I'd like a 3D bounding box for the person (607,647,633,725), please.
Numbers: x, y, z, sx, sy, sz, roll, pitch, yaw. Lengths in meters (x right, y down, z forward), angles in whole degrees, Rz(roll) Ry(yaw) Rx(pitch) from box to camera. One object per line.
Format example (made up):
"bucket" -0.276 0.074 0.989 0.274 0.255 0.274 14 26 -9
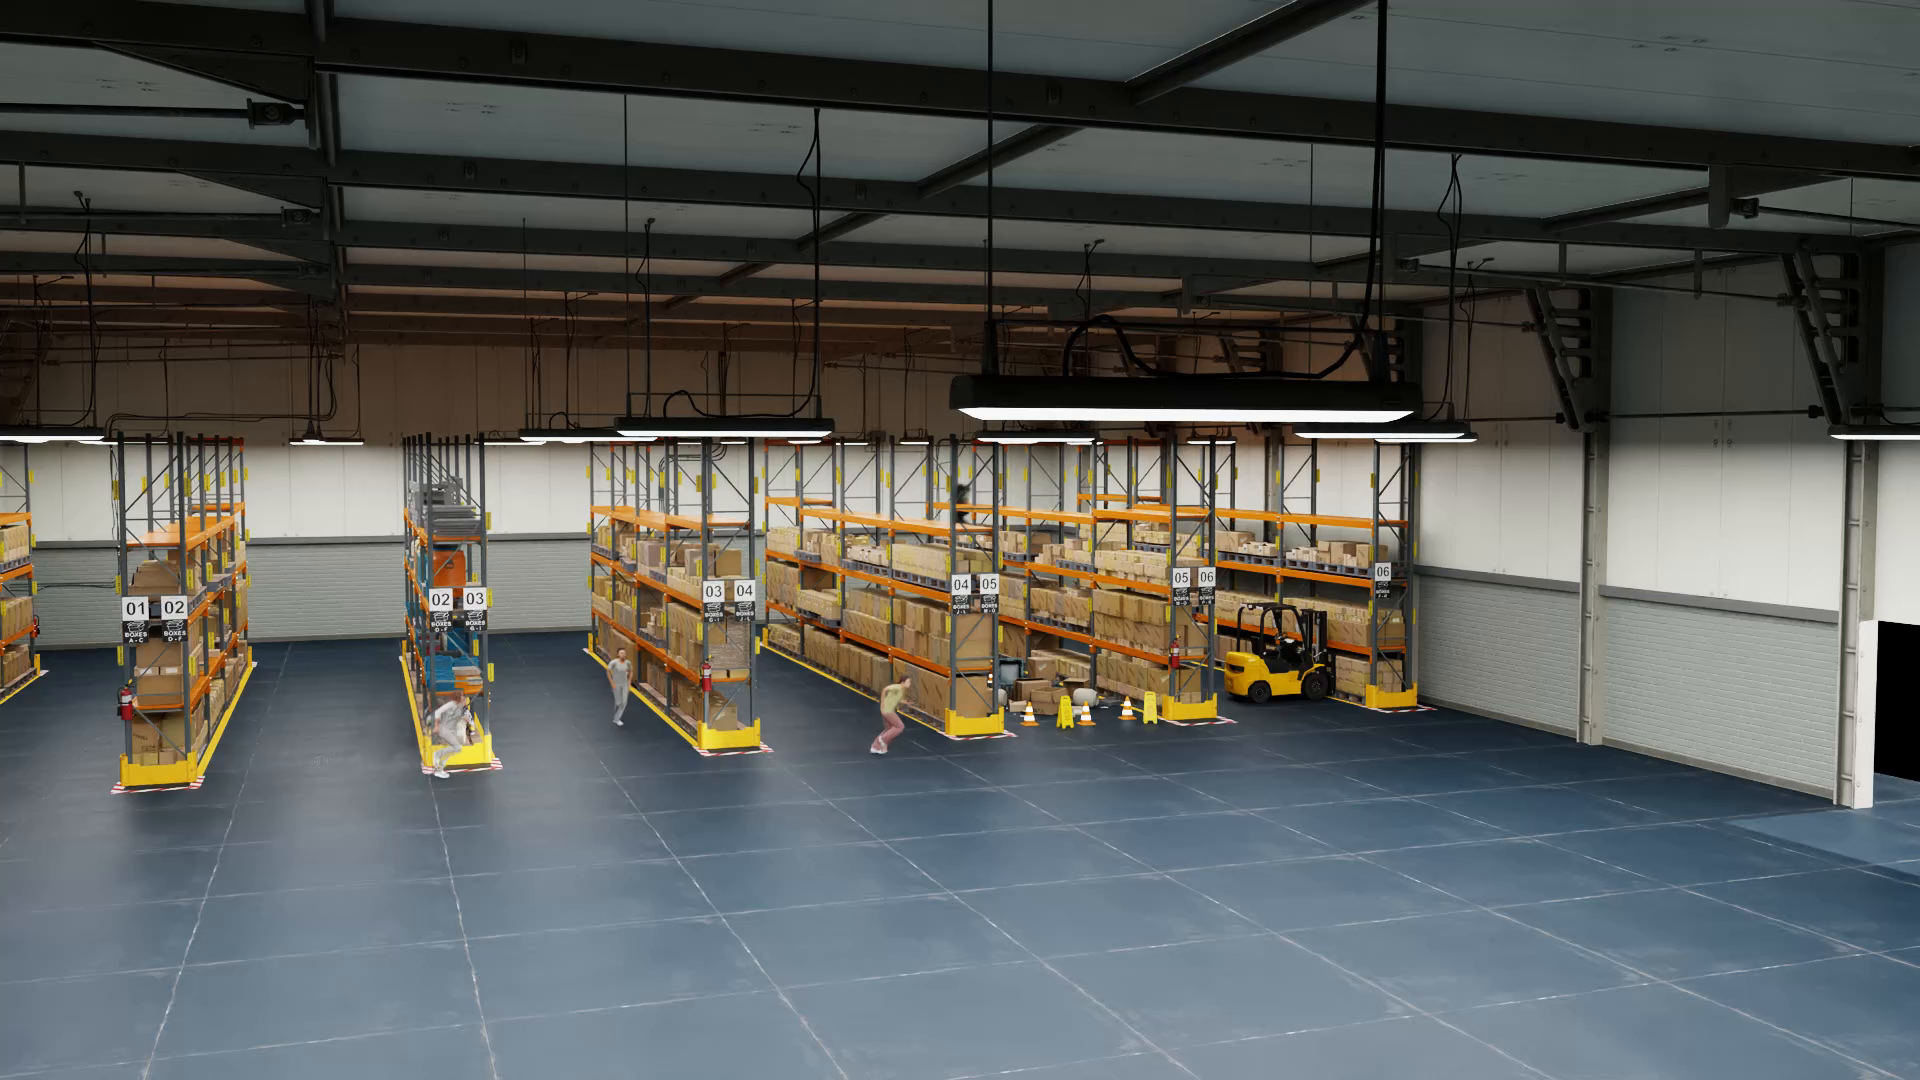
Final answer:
"person" -7.062 3.018 34.492 0.561 1.612 0.558 -2 4 -26

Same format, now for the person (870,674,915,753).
"person" -1.273 3.245 30.999 0.850 1.503 0.609 1 3 14

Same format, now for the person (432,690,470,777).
"person" -8.848 3.365 28.928 0.647 1.526 0.542 0 3 0
